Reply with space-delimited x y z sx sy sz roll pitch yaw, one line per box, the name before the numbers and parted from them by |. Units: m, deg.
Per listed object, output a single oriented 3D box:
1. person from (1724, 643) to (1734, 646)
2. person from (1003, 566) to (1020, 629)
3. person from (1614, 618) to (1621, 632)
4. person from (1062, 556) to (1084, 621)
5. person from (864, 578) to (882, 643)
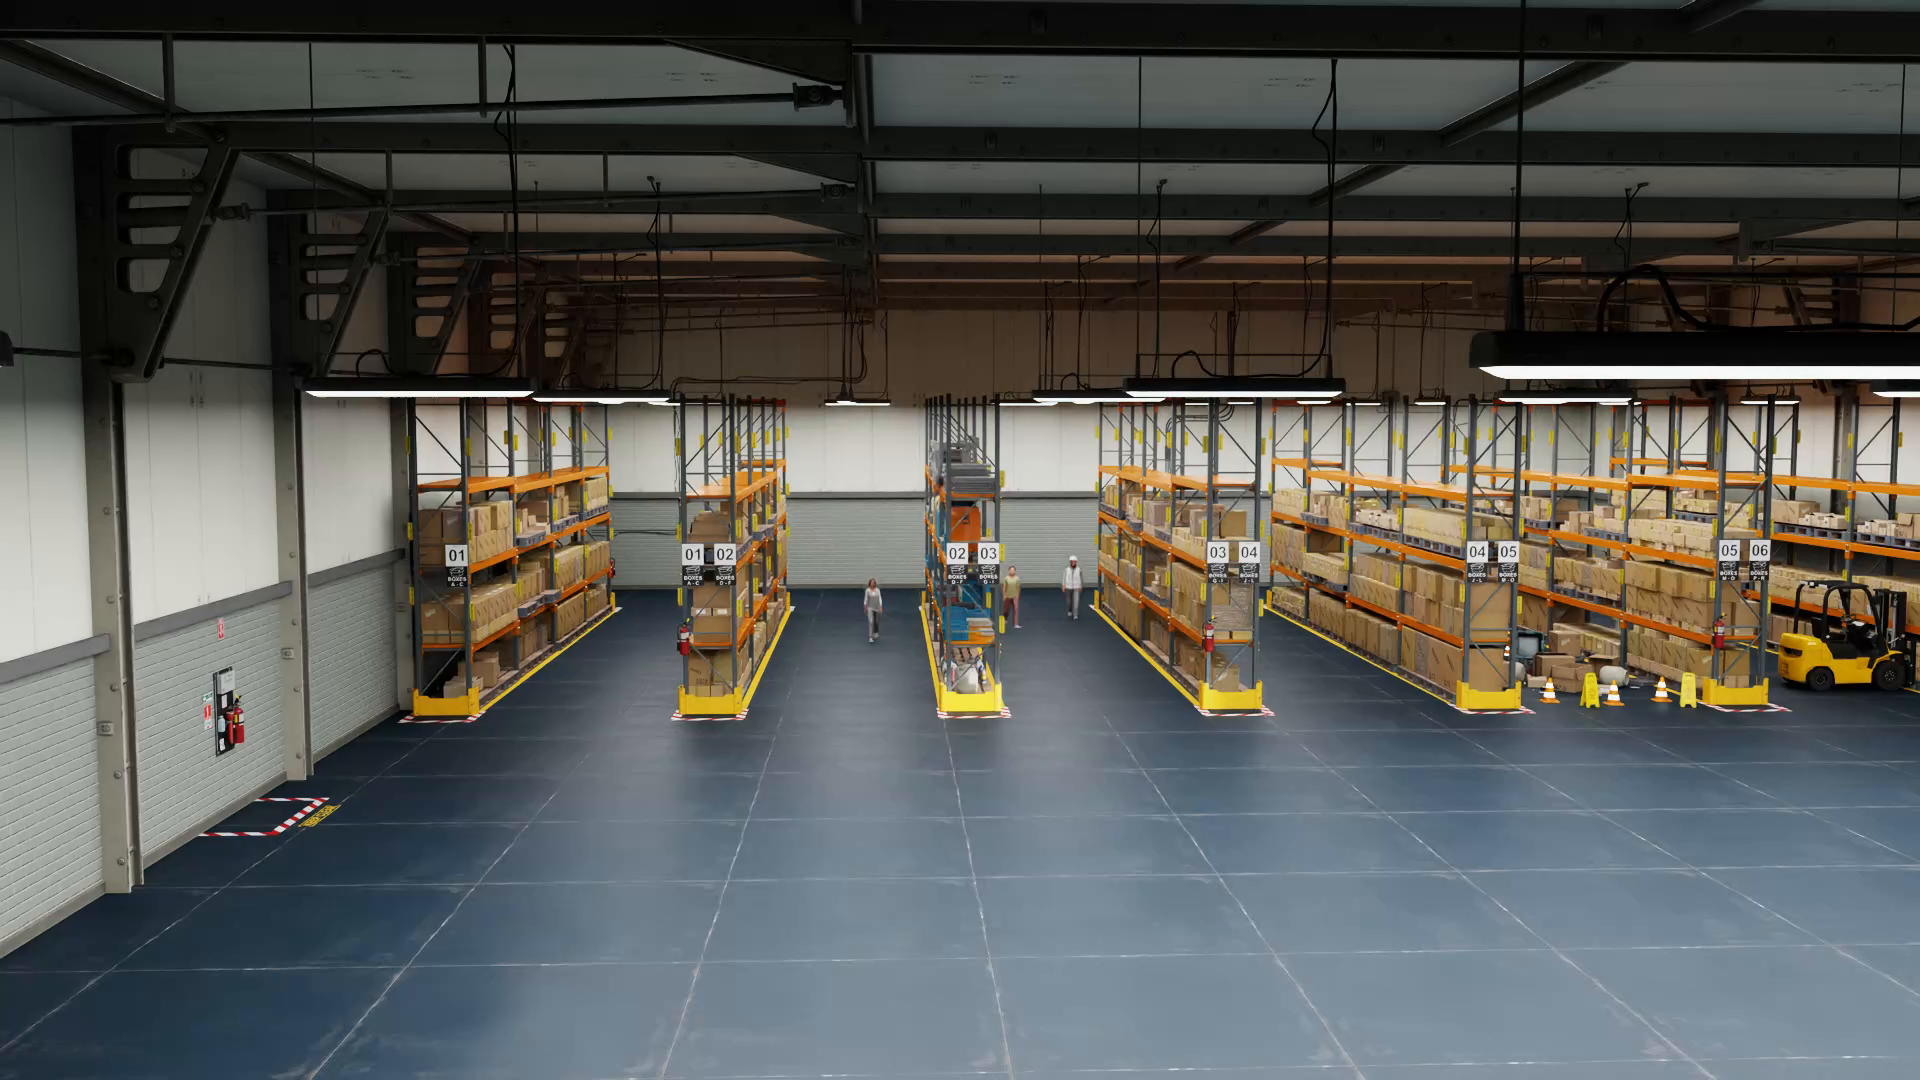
person | 16.770 2.021 36.324 0.389 1.691 0.536 3 5 31
person | 1.342 1.485 43.378 0.496 1.627 0.975 -1 5 -11
person | 16.429 1.619 41.462 0.451 1.671 0.469 2 5 19
person | 3.065 1.299 45.075 0.579 1.737 1.003 0 5 3
person | -2.142 1.716 40.906 0.447 1.544 0.939 0 5 -6
